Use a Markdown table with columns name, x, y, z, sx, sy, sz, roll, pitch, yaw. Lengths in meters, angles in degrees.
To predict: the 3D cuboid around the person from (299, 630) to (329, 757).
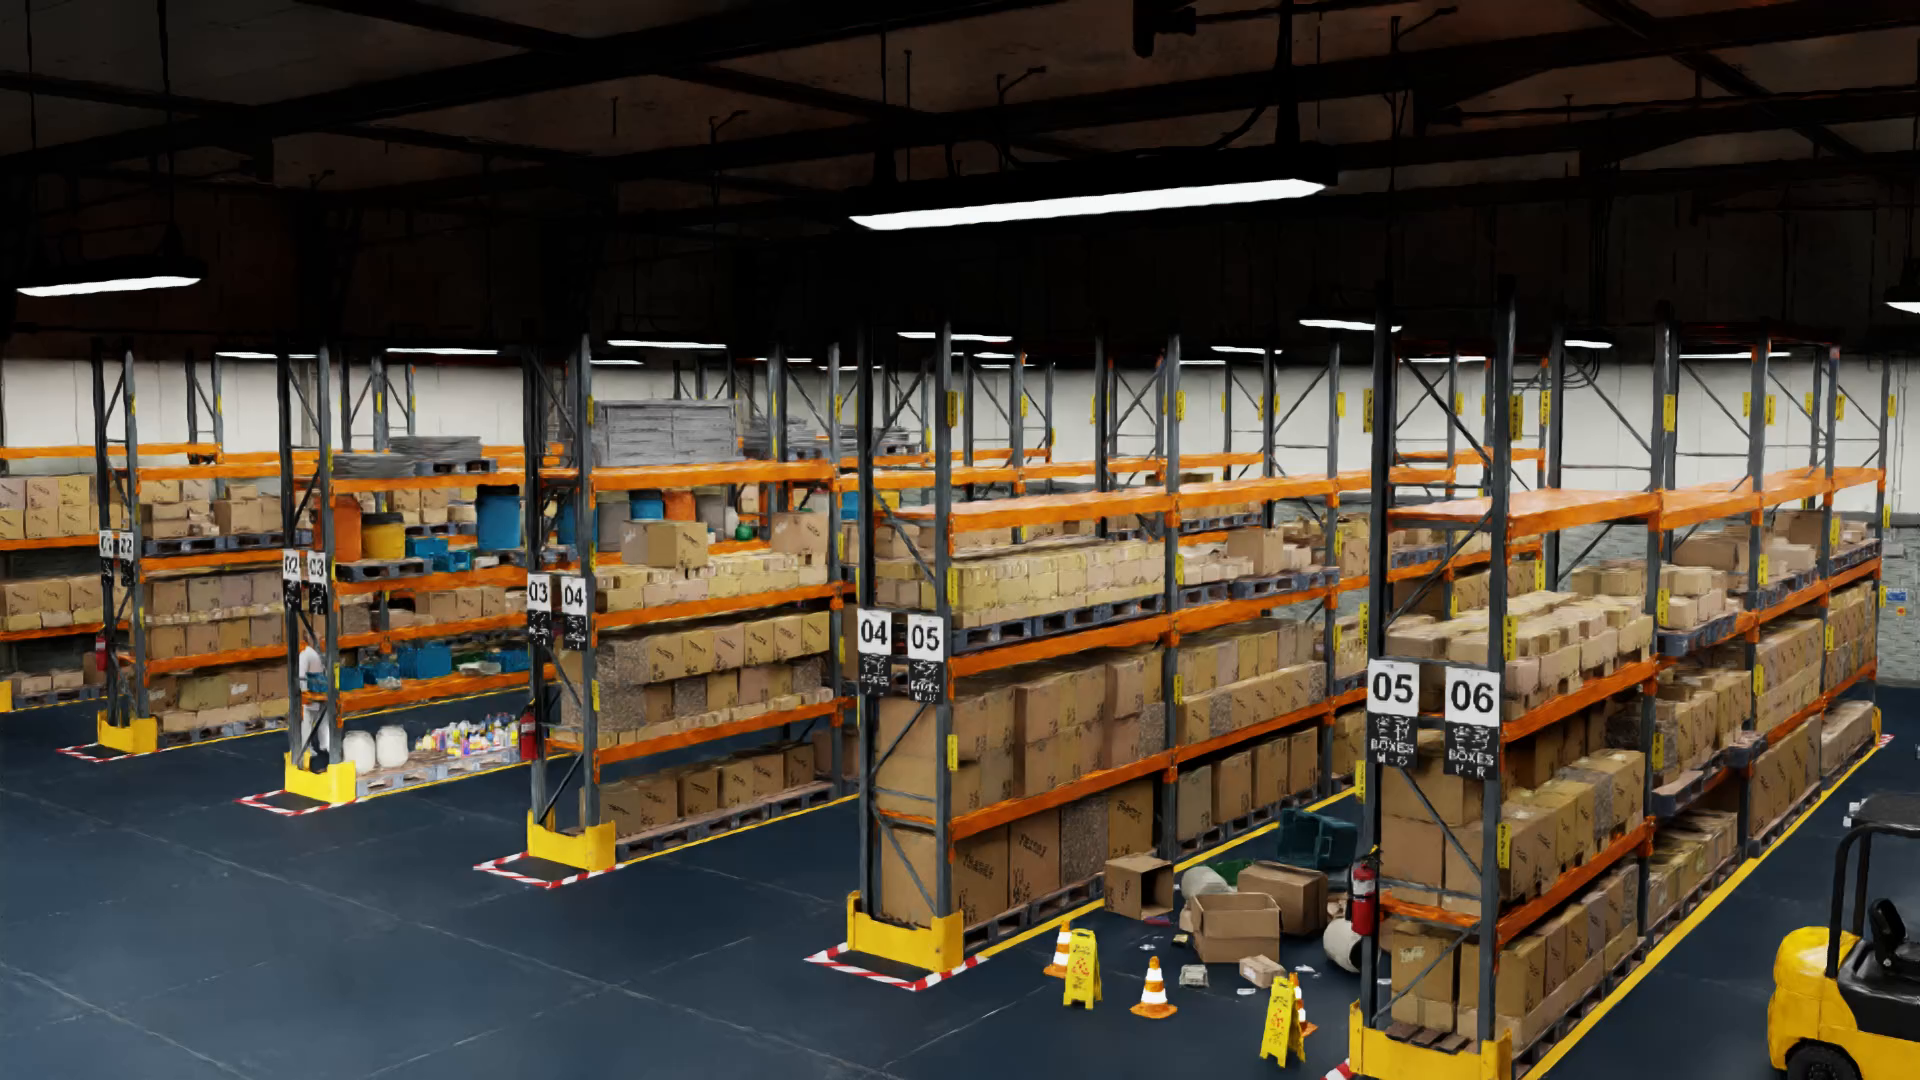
| name | x | y | z | sx | sy | sz | roll | pitch | yaw |
| --- | --- | --- | --- | --- | --- | --- | --- | --- | --- |
| person | -9.216 | 2.243 | 23.880 | 0.505 | 1.669 | 0.629 | 1 | 5 | 8 |

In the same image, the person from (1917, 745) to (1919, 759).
| name | x | y | z | sx | sy | sz | roll | pitch | yaw |
| --- | --- | --- | --- | --- | --- | --- | --- | --- | --- |
| person | 11.945 | 2.494 | 20.301 | 0.650 | 1.786 | 0.562 | -2 | 5 | -24 |
